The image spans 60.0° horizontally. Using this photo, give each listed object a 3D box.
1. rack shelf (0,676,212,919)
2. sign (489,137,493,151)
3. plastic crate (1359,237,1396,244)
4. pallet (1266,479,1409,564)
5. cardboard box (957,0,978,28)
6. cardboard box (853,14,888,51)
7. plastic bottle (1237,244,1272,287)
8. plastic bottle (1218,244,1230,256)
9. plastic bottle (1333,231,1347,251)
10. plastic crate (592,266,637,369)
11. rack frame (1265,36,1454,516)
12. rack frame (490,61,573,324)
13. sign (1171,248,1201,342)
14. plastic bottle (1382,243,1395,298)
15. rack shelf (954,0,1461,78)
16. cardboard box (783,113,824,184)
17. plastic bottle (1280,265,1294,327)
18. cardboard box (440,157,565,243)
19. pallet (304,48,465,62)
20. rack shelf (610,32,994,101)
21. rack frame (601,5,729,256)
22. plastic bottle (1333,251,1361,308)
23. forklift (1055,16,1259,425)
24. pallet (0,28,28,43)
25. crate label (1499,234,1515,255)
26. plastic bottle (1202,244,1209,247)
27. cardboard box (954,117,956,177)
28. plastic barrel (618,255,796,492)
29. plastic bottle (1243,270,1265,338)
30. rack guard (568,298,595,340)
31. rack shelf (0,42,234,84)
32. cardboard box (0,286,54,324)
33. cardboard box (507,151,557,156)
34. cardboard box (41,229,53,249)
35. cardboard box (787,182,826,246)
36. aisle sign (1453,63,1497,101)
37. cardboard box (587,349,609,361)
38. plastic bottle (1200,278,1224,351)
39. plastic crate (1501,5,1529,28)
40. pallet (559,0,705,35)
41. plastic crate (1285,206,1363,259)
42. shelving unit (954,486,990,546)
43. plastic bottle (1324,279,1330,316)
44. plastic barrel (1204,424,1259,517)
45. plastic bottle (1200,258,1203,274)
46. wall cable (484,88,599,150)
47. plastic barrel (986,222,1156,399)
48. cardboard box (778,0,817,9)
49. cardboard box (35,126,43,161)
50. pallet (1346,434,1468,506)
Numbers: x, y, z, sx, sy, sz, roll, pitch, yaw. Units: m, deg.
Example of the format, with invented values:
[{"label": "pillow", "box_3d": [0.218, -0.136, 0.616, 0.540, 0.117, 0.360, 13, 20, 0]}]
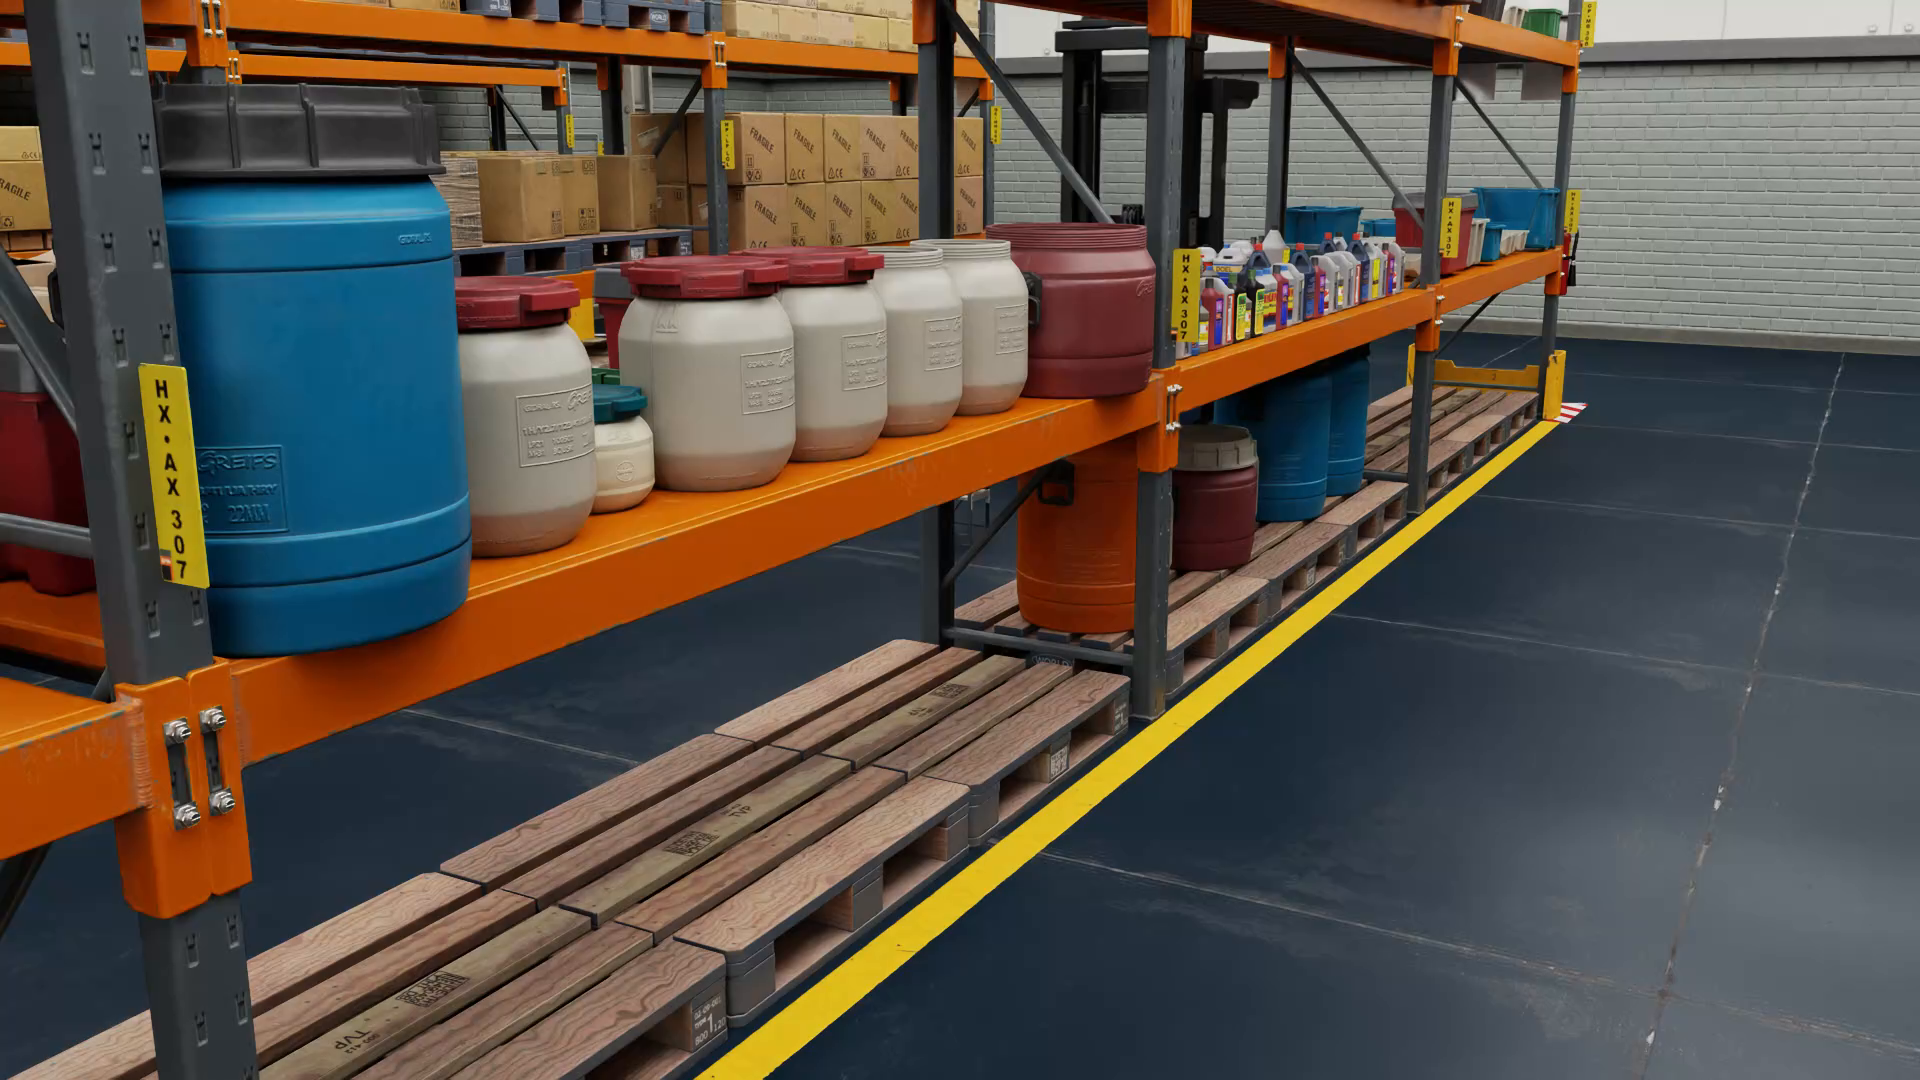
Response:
[{"label": "rack shelf", "box_3d": [-2.590, 0.737, 1.109, 1.077, 0.370, 4.000, 7, 15, 28]}, {"label": "sign", "box_3d": [-4.978, -4.130, 17.750, 0.100, 0.325, 0.005, 7, 15, 28]}, {"label": "plastic crate", "box_3d": [2.823, -1.956, 11.182, 0.293, 0.136, 0.466, 7, 15, 28]}, {"label": "pallet", "box_3d": [1.835, -0.155, 9.225, 1.003, 0.211, 1.213, 7, 15, 28]}, {"label": "cardboard box", "box_3d": [-0.182, -4.541, 14.321, 0.500, 0.250, 0.500, 7, 15, 28]}, {"label": "cardboard box", "box_3d": [-0.912, -3.990, 13.105, 0.500, 0.250, 0.500, 7, 15, 28]}, {"label": "plastic bottle", "box_3d": [1.355, -1.178, 7.624, 0.144, 0.351, 0.185, 7, 15, 28]}, {"label": "plastic bottle", "box_3d": [1.430, -1.454, 8.938, 0.097, 0.271, 0.097, 0, 14, 0]}, {"label": "plastic bottle", "box_3d": [1.960, -1.431, 8.673, 0.144, 0.351, 0.185, 7, 15, 28]}, {"label": "plastic crate", "box_3d": [-0.739, -0.577, 4.892, 0.402, 0.464, 0.583, 7, 15, 28]}, {"label": "rack frame", "box_3d": [2.244, -1.664, 9.535, 1.000, 3.000, 0.127, 7, 15, 28]}, {"label": "rack frame", "box_3d": [-4.495, -3.607, 17.595, 1.000, 3.000, 0.127, 7, 15, 28]}, {"label": "sign", "box_3d": [0.795, -0.862, 5.859, 0.100, 0.325, 0.005, 7, 15, 28]}, {"label": "plastic bottle", "box_3d": [2.265, -1.437, 8.843, 0.061, 0.283, 0.133, 7, 15, 28]}, {"label": "rack shelf", "box_3d": [1.277, -2.362, 7.566, 1.077, 0.370, 4.000, 7, 15, 28]}, {"label": "cardboard box", "box_3d": [-1.367, -2.931, 12.445, 0.500, 0.500, 0.500, 7, 15, 26]}, {"label": "plastic bottle", "box_3d": [1.441, -1.090, 7.431, 0.097, 0.271, 0.097, 0, 14, 0]}, {"label": "cardboard box", "box_3d": [-2.890, -2.109, 10.273, 0.700, 0.500, 0.500, 3, 14, 14]}, {"label": "pallet", "box_3d": [-5.433, -4.617, 15.575, 1.003, 0.211, 1.213, 7, 15, 28]}, {"label": "rack shelf", "box_3d": [-1.123, -3.745, 13.301, 1.077, 0.370, 4.000, 7, 15, 28]}, {"label": "rack frame", "box_3d": [-2.090, -2.226, 11.866, 1.000, 3.000, 0.127, 7, 15, 28]}, {"label": "plastic bottle", "box_3d": [1.916, -1.308, 8.322, 0.152, 0.276, 0.135, 7, 15, 28]}, {"label": "forklift", "box_3d": [1.352, -2.077, 11.396, 1.130, 2.935, 3.031, 7, 15, 27]}, {"label": "pallet", "box_3d": [-7.559, -3.700, 11.983, 1.003, 0.211, 1.213, 8, 16, 31]}, {"label": "crate label", "box_3d": [3.676, -2.080, 11.695, 0.396, 0.136, 0.243, 7, 15, 28]}, {"label": "plastic bottle", "box_3d": [1.264, -1.398, 8.681, 0.061, 0.283, 0.133, 7, 15, 28]}, {"label": "cardboard box", "box_3d": [-0.374, -3.355, 14.203, 0.500, 0.500, 0.500, 8, 16, 30]}, {"label": "plastic barrel", "box_3d": [-0.614, -0.411, 4.046, 0.433, 0.535, 0.433, 0, 14, 0]}, {"label": "plastic bottle", "box_3d": [1.242, -1.003, 7.044, 0.061, 0.283, 0.133, 7, 15, 28]}, {"label": "rack guard", "box_3d": [-4.483, -2.397, 17.908, 1.175, 0.500, 0.348, 7, 15, 28]}, {"label": "rack shelf", "box_3d": [-7.395, -3.484, 12.222, 1.077, 0.370, 4.000, 7, 15, 28]}, {"label": "cardboard box", "box_3d": [-4.217, -1.067, 7.596, 0.380, 0.149, 0.250, 7, 15, 28]}, {"label": "cardboard box", "box_3d": [-4.733, -3.647, 17.121, 0.980, 0.700, 0.700, 8, 16, 31]}, {"label": "cardboard box", "box_3d": [-6.997, -2.317, 12.737, 0.380, 0.149, 0.250, 7, 15, 26]}, {"label": "cardboard box", "box_3d": [-1.361, -2.454, 12.597, 0.500, 0.500, 0.500, 8, 16, 29]}, {"label": "aisle sign", "box_3d": [3.953, -3.797, 12.835, 0.394, 0.787, 0.004, 7, 15, 28]}, {"label": "cardboard box", "box_3d": [-2.324, -0.990, 11.136, 0.500, 0.500, 0.500, 7, 15, 28]}, {"label": "plastic bottle", "box_3d": [1.001, -0.901, 6.619, 0.061, 0.283, 0.133, 7, 15, 28]}, {"label": "plastic crate", "box_3d": [3.396, -3.363, 10.743, 0.437, 0.136, 0.530, 7, 15, 28]}, {"label": "pallet", "box_3d": [-2.467, -3.467, 11.015, 1.213, 0.211, 1.003, 7, 15, 28]}, {"label": "plastic crate", "box_3d": [2.171, -1.820, 10.087, 0.392, 0.384, 0.575, 7, 15, 28]}, {"label": "shelving unit", "box_3d": [0.004, -0.439, 8.935, 0.258, 0.900, 0.210, 7, 15, 28]}, {"label": "plastic bottle", "box_3d": [1.707, -1.169, 7.907, 0.097, 0.201, 0.097, 0, 14, 0]}, {"label": "plastic barrel", "box_3d": [1.273, -0.298, 8.281, 0.421, 0.512, 0.421, 0, 14, 0]}, {"label": "plastic bottle", "box_3d": [1.127, -1.314, 8.349, 0.152, 0.276, 0.135, 7, 15, 28]}, {"label": "wall cable", "box_3d": [-4.704, -4.471, 19.010, 0.084, 1.984, 1.851, 7, 15, 28]}, {"label": "plastic barrel", "box_3d": [0.351, -0.780, 5.578, 0.600, 0.536, 0.708, 7, 15, 28]}, {"label": "cardboard box", "box_3d": [-1.398, -4.029, 12.197, 0.500, 0.250, 0.500, 7, 15, 28]}, {"label": "cardboard box", "box_3d": [-6.932, -3.021, 12.672, 0.500, 0.250, 0.500, 8, 16, 29]}, {"label": "pallet", "box_3d": [2.566, -0.464, 10.506, 1.003, 0.211, 1.213, 7, 15, 28]}]
